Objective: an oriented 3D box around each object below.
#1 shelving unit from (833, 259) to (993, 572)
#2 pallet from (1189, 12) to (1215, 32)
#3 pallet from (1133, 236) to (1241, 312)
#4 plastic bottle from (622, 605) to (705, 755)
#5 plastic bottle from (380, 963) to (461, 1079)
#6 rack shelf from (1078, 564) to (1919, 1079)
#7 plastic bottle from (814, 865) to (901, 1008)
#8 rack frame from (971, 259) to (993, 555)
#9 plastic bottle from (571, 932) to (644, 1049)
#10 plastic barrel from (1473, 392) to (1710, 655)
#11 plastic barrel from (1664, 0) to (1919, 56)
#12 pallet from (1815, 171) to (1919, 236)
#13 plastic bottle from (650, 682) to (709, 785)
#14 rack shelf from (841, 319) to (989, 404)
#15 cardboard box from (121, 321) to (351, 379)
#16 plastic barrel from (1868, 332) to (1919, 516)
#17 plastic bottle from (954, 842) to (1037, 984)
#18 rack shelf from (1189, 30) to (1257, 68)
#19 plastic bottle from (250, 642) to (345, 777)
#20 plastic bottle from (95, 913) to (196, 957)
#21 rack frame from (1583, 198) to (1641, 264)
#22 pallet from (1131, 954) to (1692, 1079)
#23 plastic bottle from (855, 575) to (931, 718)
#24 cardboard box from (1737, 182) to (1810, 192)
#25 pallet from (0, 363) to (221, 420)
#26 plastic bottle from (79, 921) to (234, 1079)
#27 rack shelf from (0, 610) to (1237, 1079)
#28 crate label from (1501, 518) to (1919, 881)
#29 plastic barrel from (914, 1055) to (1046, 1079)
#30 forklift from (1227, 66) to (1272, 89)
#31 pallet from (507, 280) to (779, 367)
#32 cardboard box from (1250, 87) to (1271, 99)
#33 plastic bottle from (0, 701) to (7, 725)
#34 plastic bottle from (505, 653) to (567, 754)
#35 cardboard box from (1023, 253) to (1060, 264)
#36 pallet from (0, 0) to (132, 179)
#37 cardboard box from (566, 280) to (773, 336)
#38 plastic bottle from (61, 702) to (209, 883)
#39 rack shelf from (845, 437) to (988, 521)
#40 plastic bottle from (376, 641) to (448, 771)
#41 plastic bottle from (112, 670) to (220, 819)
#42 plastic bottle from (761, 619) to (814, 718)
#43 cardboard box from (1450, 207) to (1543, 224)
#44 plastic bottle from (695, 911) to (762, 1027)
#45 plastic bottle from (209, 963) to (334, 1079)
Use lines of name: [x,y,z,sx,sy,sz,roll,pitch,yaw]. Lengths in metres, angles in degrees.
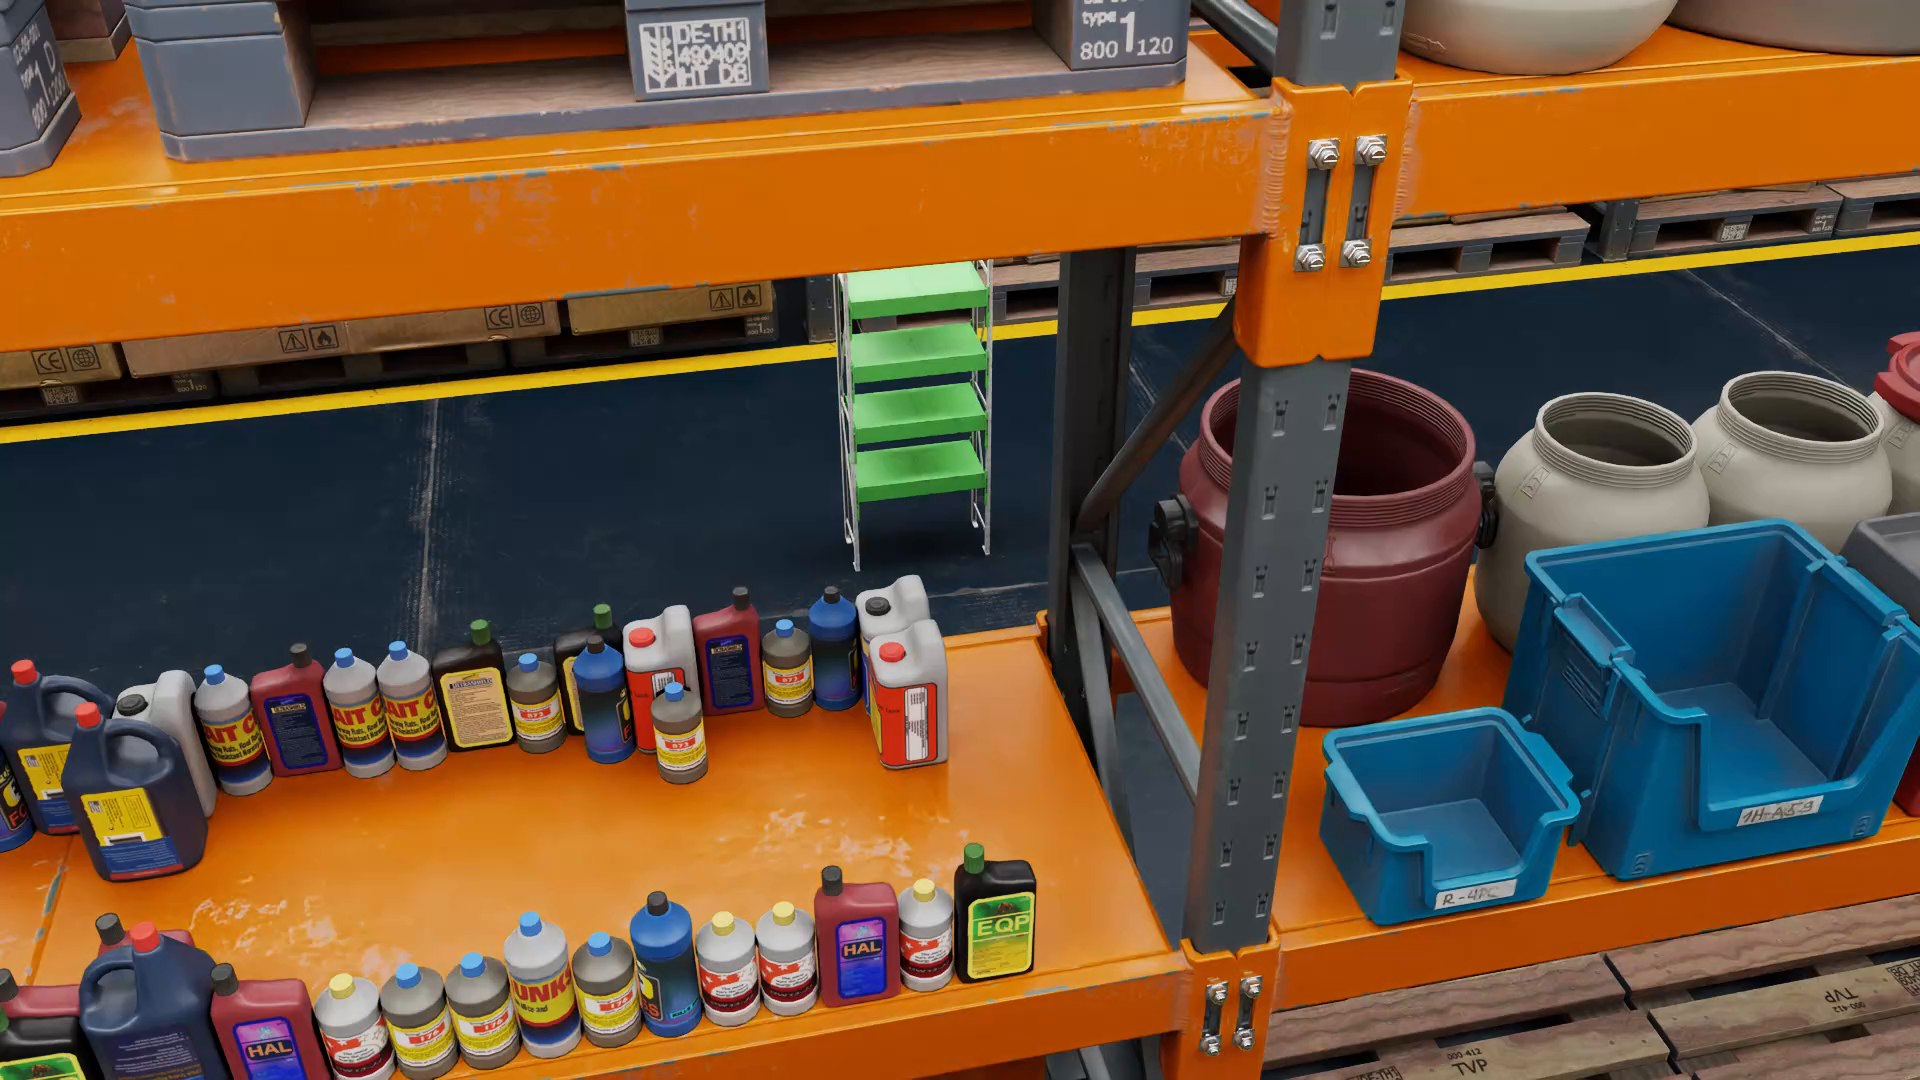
shelving unit: [-0.161,-0.478,5.885,0.503,1.200,0.258,-7,35,-11]
pallet: [1.187,-2.598,7.601,1.213,0.211,1.003,-7,35,-11]
pallet: [1.216,-1.497,8.292,1.213,0.211,1.003,-7,35,-11]
plastic bottle: [-0.586,0.266,3.273,0.135,0.276,0.152,-7,35,-11]
plastic bottle: [-0.853,0.749,2.621,0.097,0.201,0.097,0,34,0]
rack shelf: [2.309,0.333,3.708,4.000,0.370,1.077,-7,35,-11]
plastic bottle: [-0.167,0.639,2.711,0.133,0.283,0.061,-7,35,-11]
rack frame: [0.077,-0.508,5.930,0.015,1.200,0.240,-7,35,-11]
plastic bottle: [-0.569,0.713,2.674,0.097,0.201,0.097,0,34,0]
plastic barrel: [1.315,-0.009,3.471,0.421,0.512,0.421,0,34,0]
plastic barrel: [1.207,-1.157,2.140,0.600,0.901,0.600,0,34,0]
pallet: [5.007,-1.999,9.040,1.213,0.211,1.003,-7,35,-11]
plastic bottle: [-0.541,0.362,3.196,0.097,0.201,0.097,0,34,0]
rack shelf: [-0.161,-0.624,5.787,0.480,0.148,0.258,-7,35,-11]
cardboard box: [-3.145,-1.412,7.192,0.875,0.875,1.225,-8,35,-12]
plastic barrel: [2.141,-0.126,3.624,0.433,0.535,0.433,0,34,0]
plastic bottle: [0.058,0.610,2.754,0.133,0.283,0.061,-7,35,-11]
rack shelf: [1.216,-2.359,7.719,4.000,0.370,1.077,-7,35,-11]
plastic bottle: [-1.272,0.323,3.181,0.133,0.283,0.061,-7,35,-11]
plastic bottle: [-1.269,0.695,2.627,0.133,0.283,0.061,-7,35,-11]
rack frame: [3.167,-2.904,7.885,0.127,3.000,1.000,-7,35,-11]
pallet: [1.122,1.364,4.028,1.213,0.211,1.003,-7,35,-11]
plastic bottle: [-0.135,0.209,3.358,0.135,0.276,0.152,-7,35,-11]
cardboard box: [4.123,-2.142,8.616,0.500,0.500,0.500,3,34,5]
pallet: [-3.900,-0.898,7.399,1.213,0.211,1.003,-7,35,-11]
plastic bottle: [-1.221,0.720,2.530,0.185,0.351,0.144,-7,35,-11]
rack shelf: [-1.592,0.825,2.975,4.000,0.370,1.077,-7,35,-11]
crate label: [1.387,0.290,3.094,0.616,0.435,0.502,-7,35,-11]
plastic barrel: [-0.115,1.076,3.525,0.708,0.830,0.600,-7,35,-11]
forklift: [1.183,-3.987,9.562,3.031,2.935,1.130,-7,34,-10]
pallet: [-1.520,-1.198,7.846,1.213,0.211,1.003,-7,35,-11]
cardboard box: [1.549,-1.867,8.189,0.500,0.500,0.700,-10,35,-15]
plastic bottle: [-1.809,0.391,3.080,0.133,0.283,0.061,-7,35,-11]
plastic bottle: [-0.836,0.313,3.270,0.097,0.201,0.097,0,34,0]
cardboard box: [0.453,-1.725,7.977,0.500,0.500,0.700,-10,35,-14]
pallet: [-1.695,-0.686,2.058,1.213,0.211,1.003,-7,35,-11]
cardboard box: [-1.412,-1.630,7.518,0.875,0.875,1.225,-9,35,-13]
plastic bottle: [-1.480,0.432,2.958,0.185,0.351,0.144,-7,35,-11]
rack shelf: [-0.161,-0.226,6.055,0.480,0.148,0.258,-7,35,-11]
plastic bottle: [-1.061,0.312,3.209,0.097,0.271,0.097,0,34,0]
plastic bottle: [-1.488,0.380,3.104,0.135,0.276,0.152,-7,35,-11]
plastic bottle: [-0.349,0.251,3.362,0.097,0.201,0.097,0,34,0]
cardboard box: [2.564,-1.984,8.364,0.500,0.500,0.700,-10,35,-14]
plastic bottle: [-0.379,0.689,2.710,0.097,0.201,0.097,0,34,0]
plastic bottle: [-1.057,0.751,2.544,0.133,0.283,0.061,-7,35,-11]
